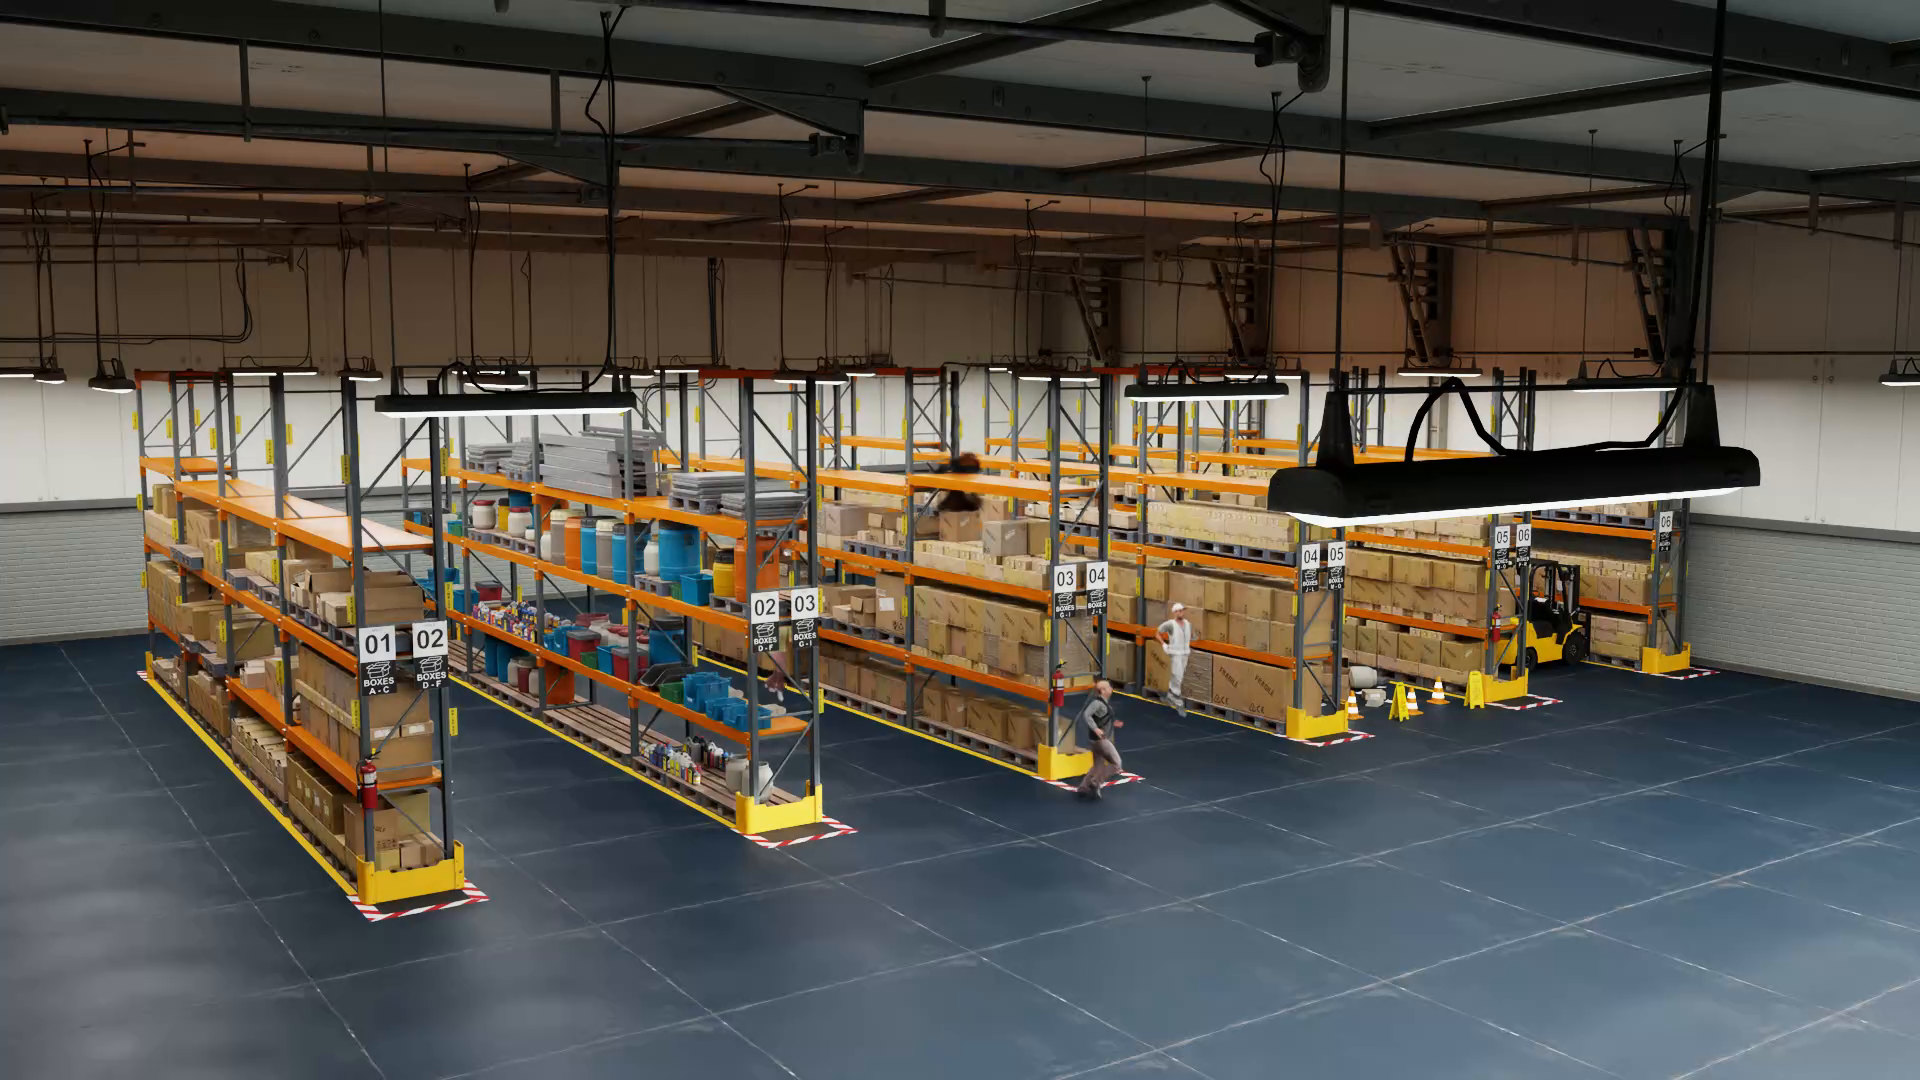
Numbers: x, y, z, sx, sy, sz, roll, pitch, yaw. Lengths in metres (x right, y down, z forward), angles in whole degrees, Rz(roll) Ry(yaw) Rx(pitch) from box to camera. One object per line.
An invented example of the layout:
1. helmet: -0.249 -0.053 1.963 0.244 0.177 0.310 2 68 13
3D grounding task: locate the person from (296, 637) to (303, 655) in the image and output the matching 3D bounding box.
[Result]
1. person: -13.142 1.868 32.769 0.509 1.567 0.553 5 8 40

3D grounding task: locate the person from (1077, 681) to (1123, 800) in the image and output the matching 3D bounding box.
1. person: 1.990 2.827 23.588 0.637 1.667 0.631 1 6 7

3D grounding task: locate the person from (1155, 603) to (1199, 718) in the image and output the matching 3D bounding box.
1. person: 3.711 2.014 28.100 0.630 1.900 0.714 -5 8 -35

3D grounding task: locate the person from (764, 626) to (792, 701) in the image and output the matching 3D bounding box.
1. person: -3.262 2.018 29.636 0.603 1.672 0.794 -4 8 -34

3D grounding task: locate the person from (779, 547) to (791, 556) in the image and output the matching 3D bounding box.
1. person: -4.393 0.903 40.245 0.743 1.748 0.983 2 7 15
